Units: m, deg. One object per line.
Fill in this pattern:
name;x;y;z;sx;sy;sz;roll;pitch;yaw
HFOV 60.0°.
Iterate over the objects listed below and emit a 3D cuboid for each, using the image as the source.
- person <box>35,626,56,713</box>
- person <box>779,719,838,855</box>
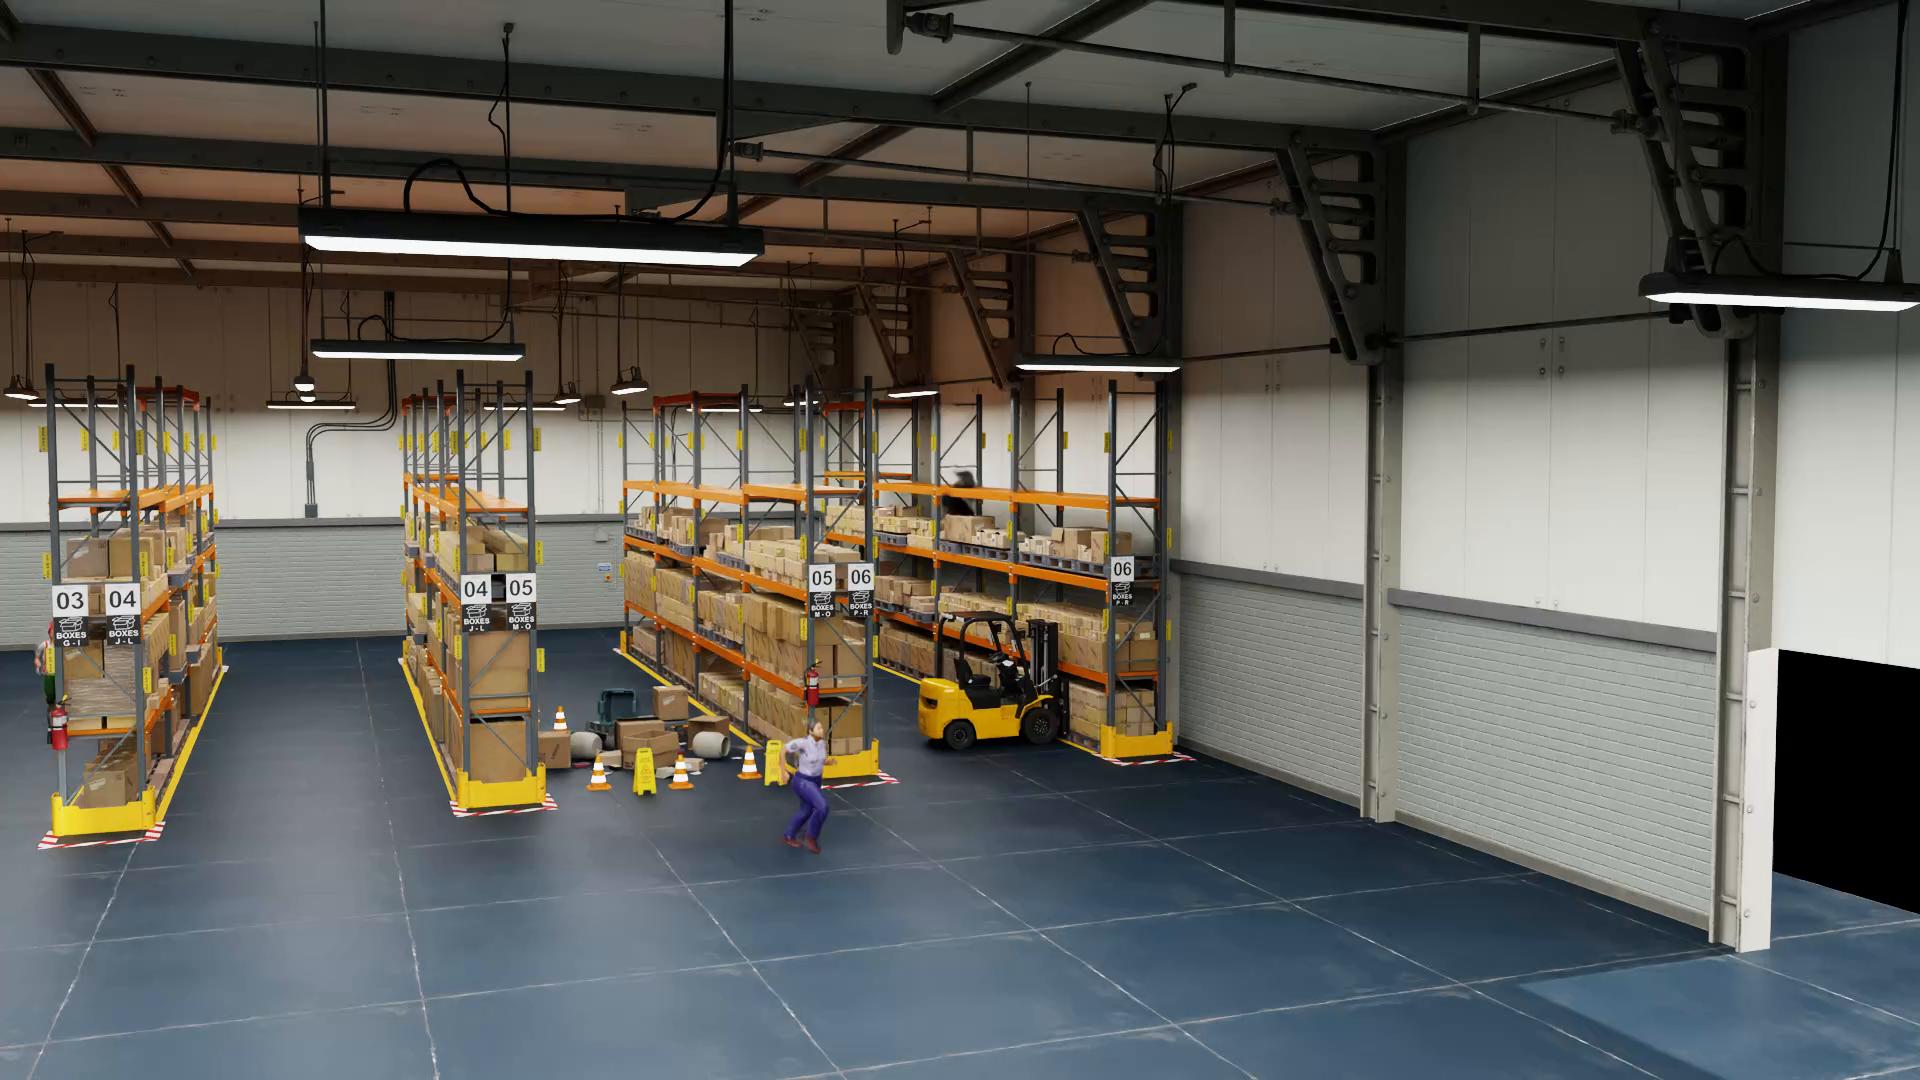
person;-16.192;2.391;29.777;0.646;1.748;0.797;-2;4;-30
person;-1.853;3.009;20.276;0.784;1.627;0.630;2;4;29
